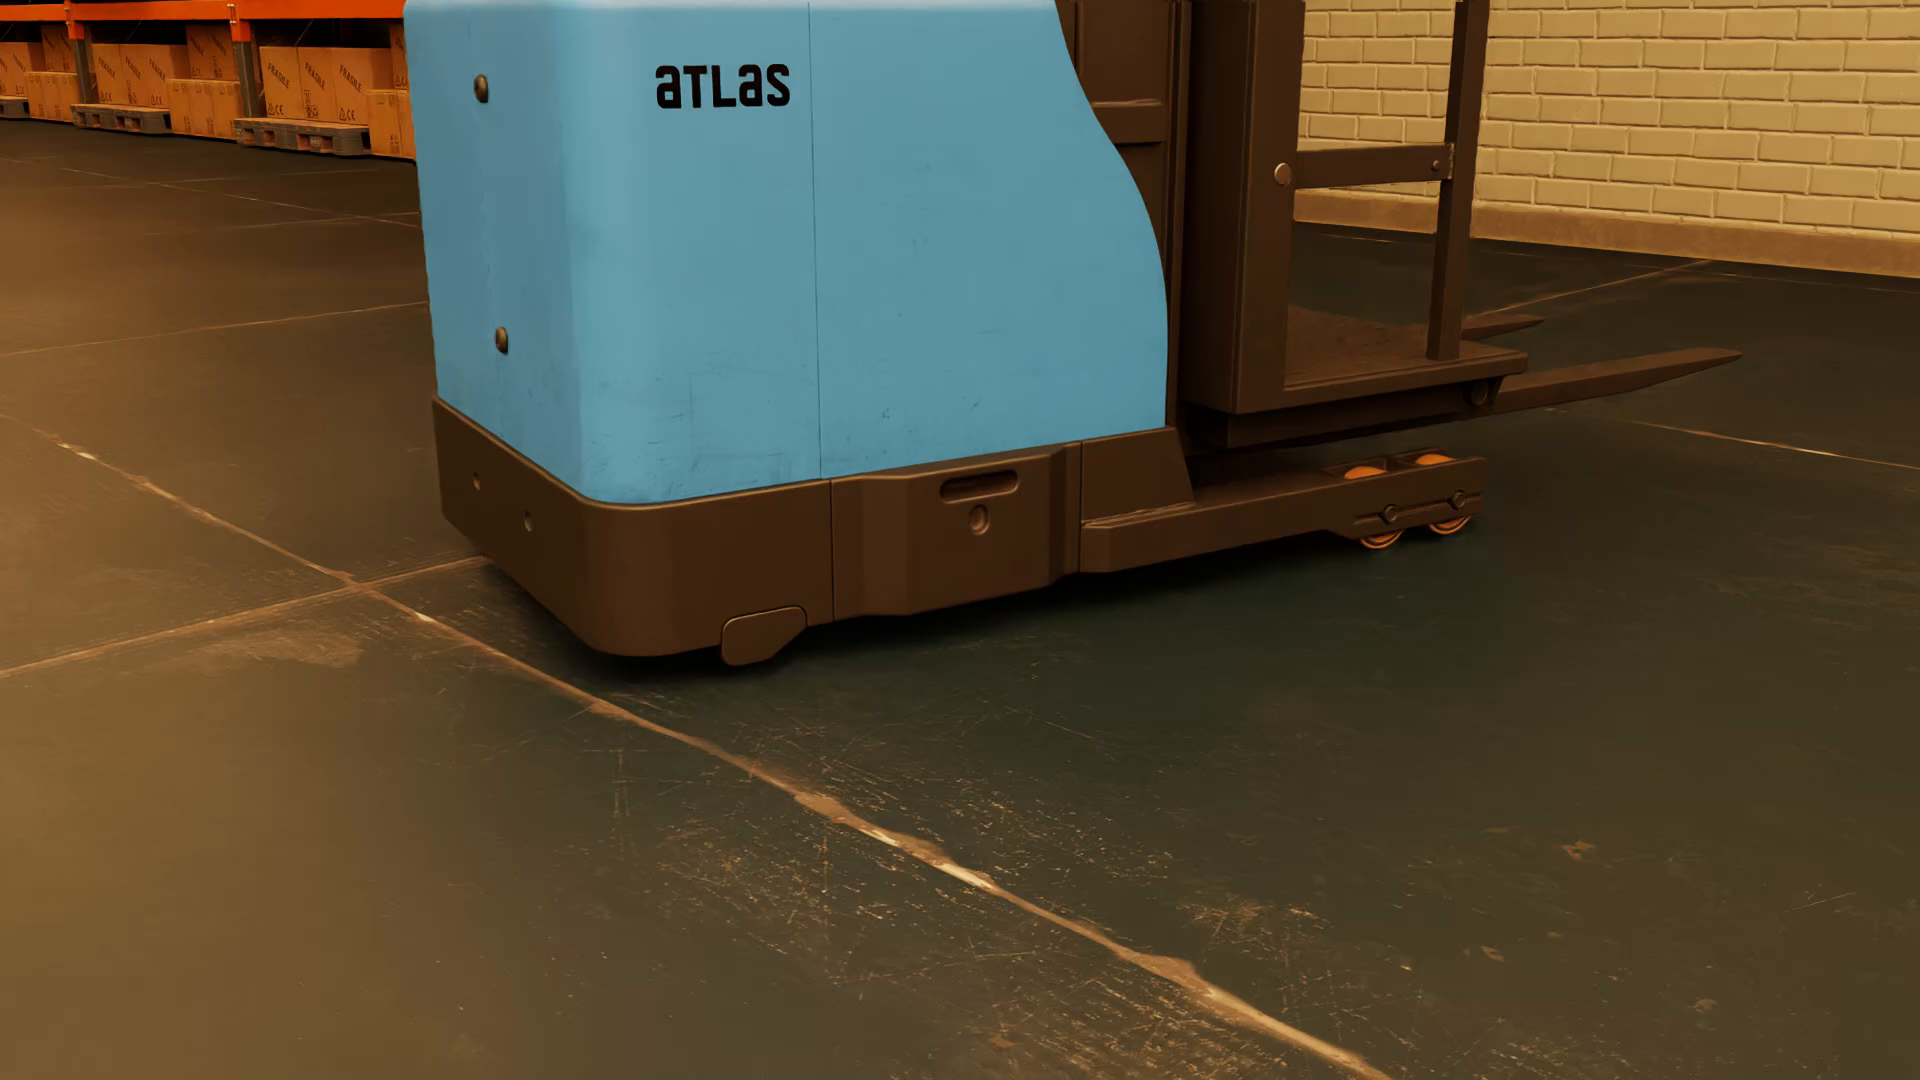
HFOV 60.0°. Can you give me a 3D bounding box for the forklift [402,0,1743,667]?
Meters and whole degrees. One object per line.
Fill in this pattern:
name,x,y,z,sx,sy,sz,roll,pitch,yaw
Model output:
forklift,0.489,-1.504,3.297,3.031,2.935,1.130,-10,20,-30
